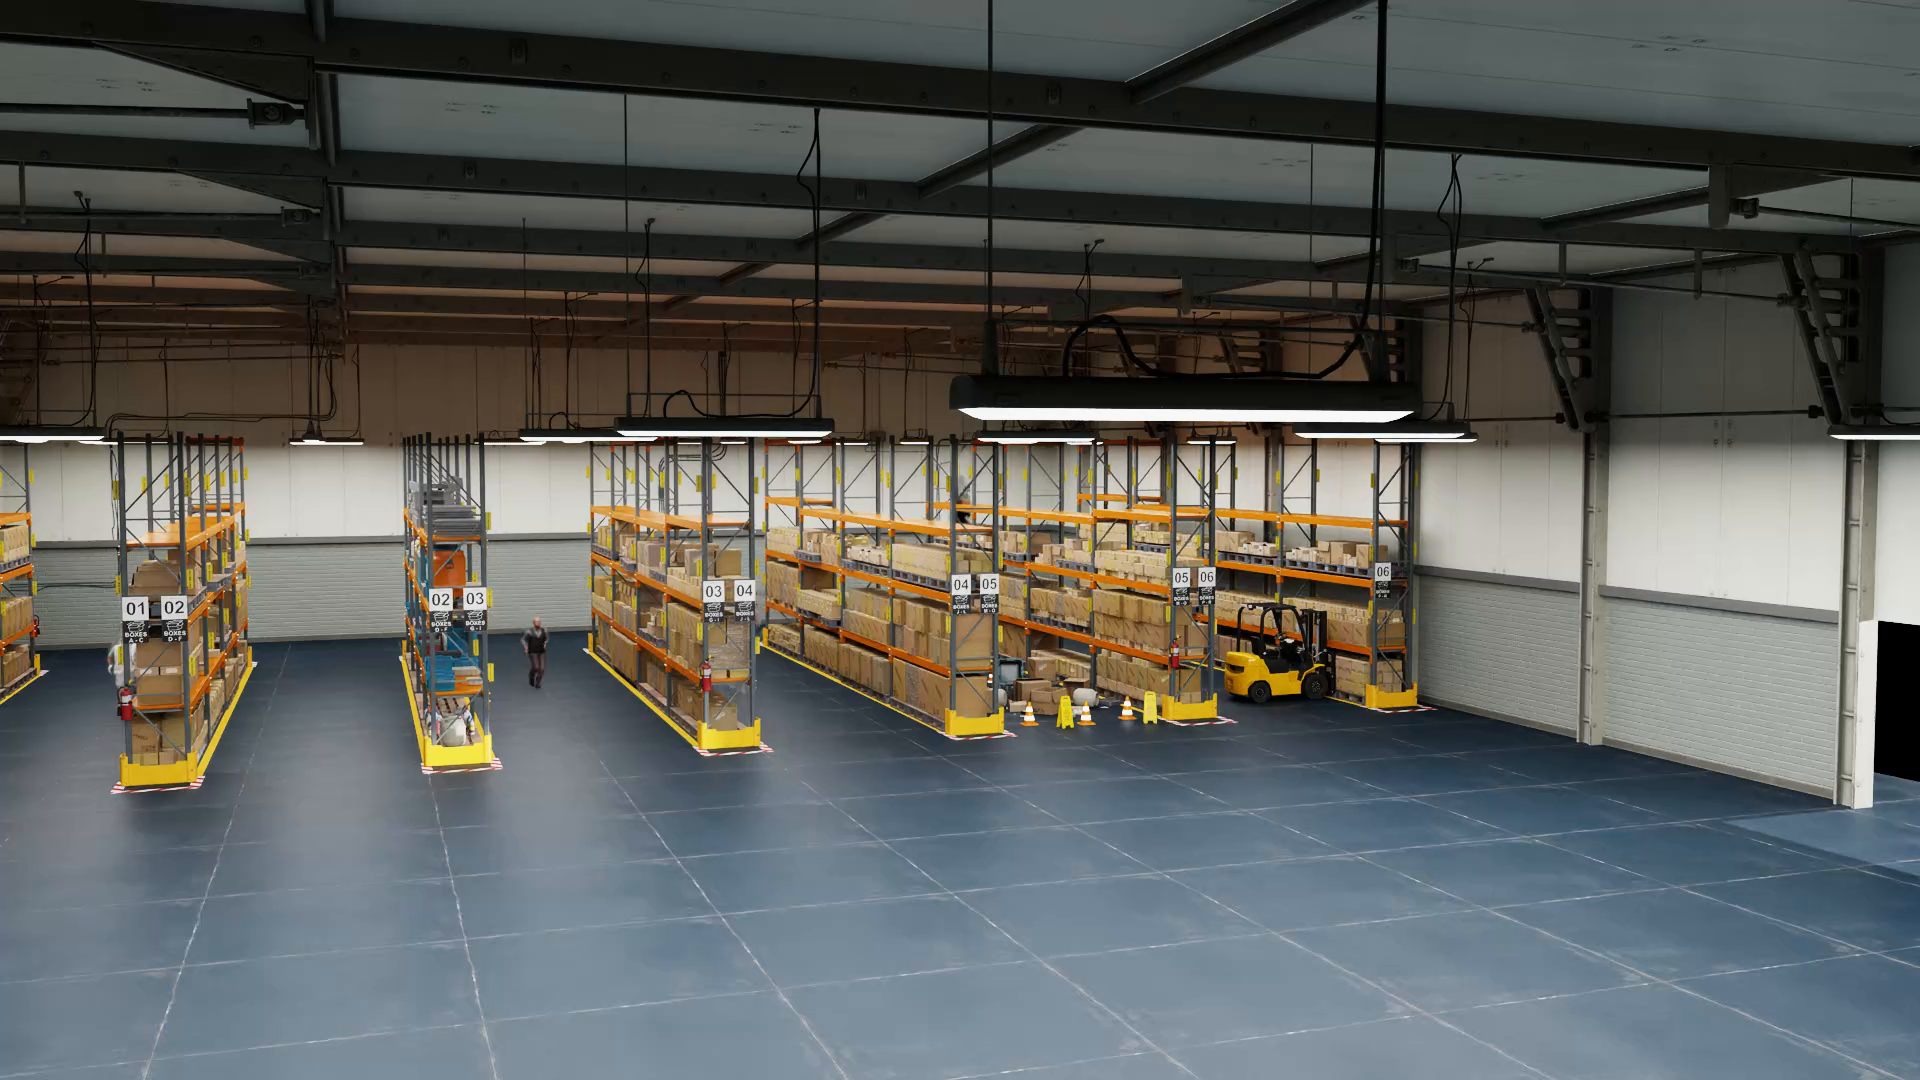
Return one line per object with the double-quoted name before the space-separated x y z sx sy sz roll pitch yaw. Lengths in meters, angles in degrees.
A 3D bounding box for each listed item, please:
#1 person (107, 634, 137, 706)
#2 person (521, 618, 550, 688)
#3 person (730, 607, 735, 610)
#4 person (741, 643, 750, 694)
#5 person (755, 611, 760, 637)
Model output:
"person" -17.852 2.862 35.562 0.696 1.763 0.898 -1 3 -24
"person" -10.011 2.690 39.414 0.644 1.680 0.591 -2 4 -32
"person" -6.807 2.257 48.824 0.488 1.508 0.658 -3 4 -39
"person" -5.143 2.749 39.089 0.602 1.685 0.944 -1 3 -14
"person" -5.645 2.474 44.433 0.612 1.627 0.659 -1 3 -14
